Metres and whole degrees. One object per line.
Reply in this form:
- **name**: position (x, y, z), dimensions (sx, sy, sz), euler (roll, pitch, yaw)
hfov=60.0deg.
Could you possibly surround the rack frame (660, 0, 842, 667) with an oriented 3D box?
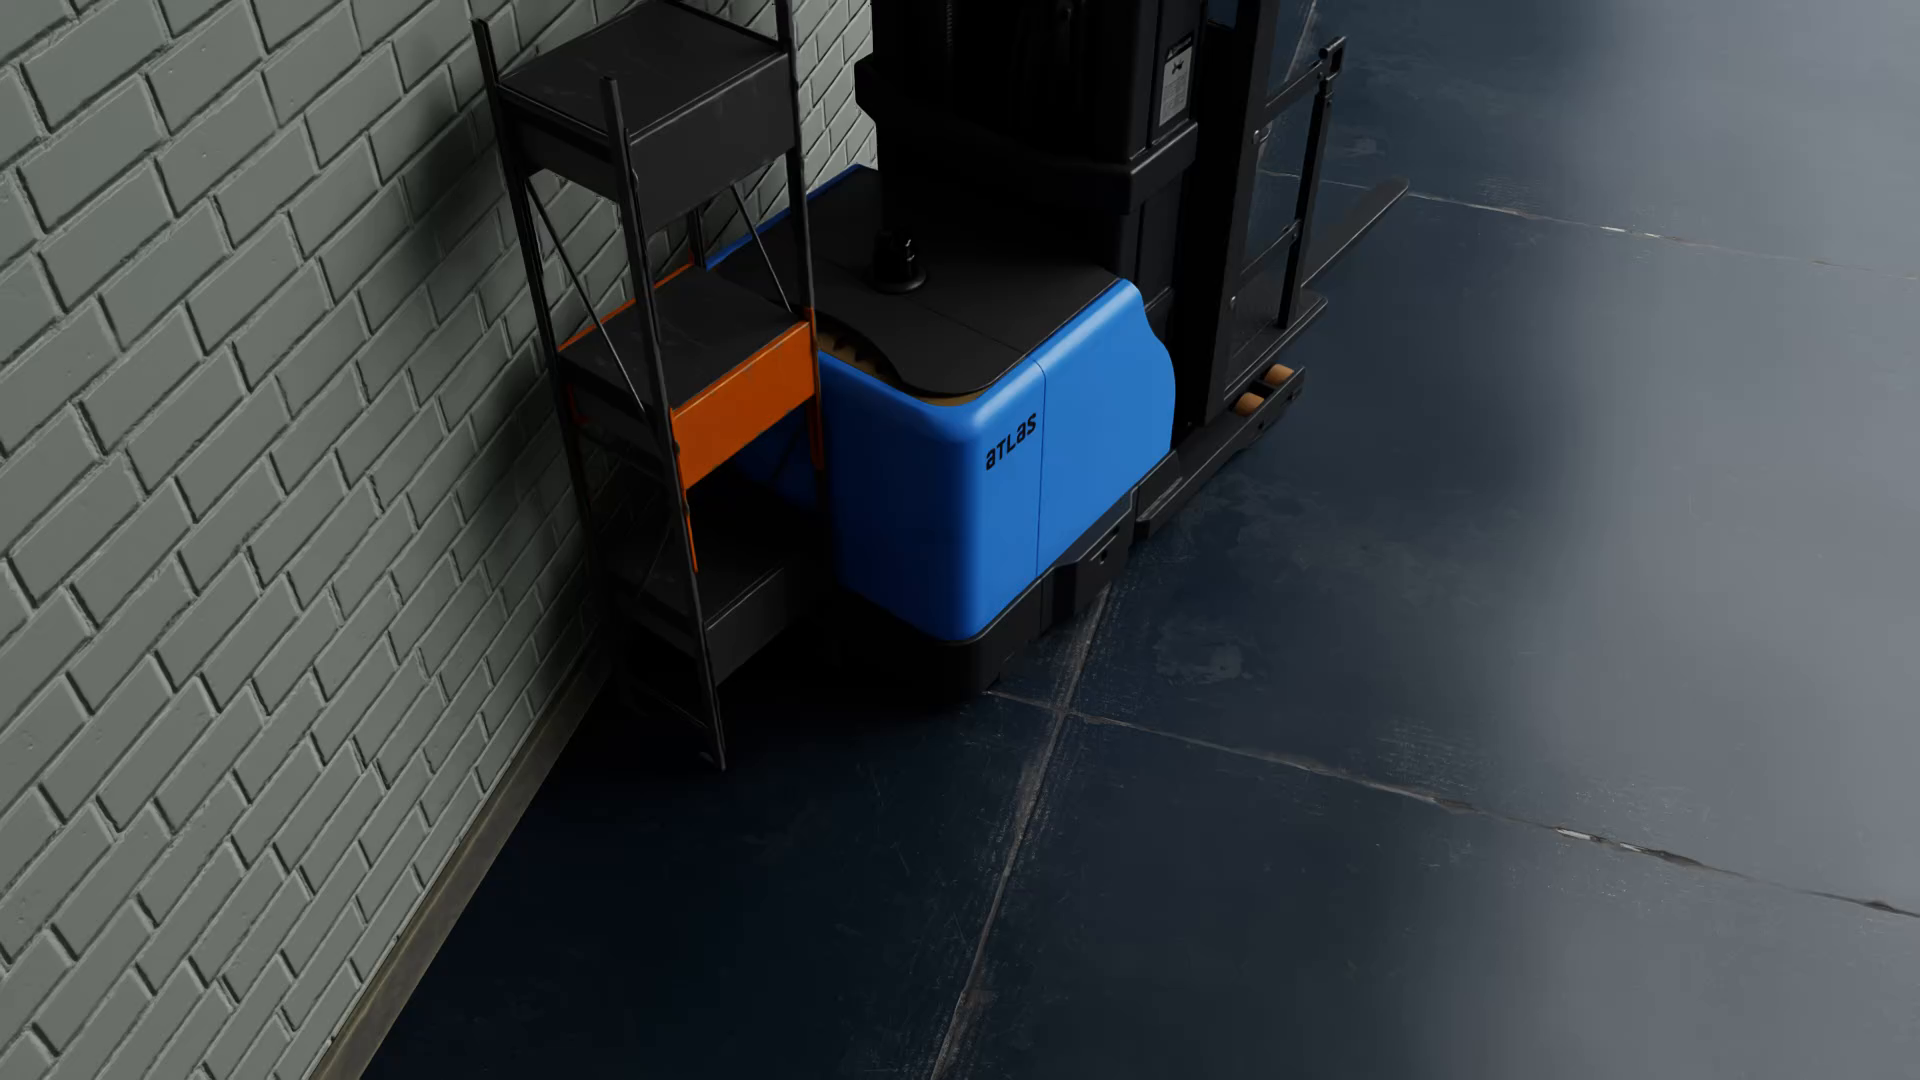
- **rack frame**: position (-0.509, -0.469, 4.228), dimensions (0.400, 2.100, 0.015), euler (29, 51, 26)

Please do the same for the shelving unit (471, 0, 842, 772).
- **shelving unit**: position (-0.660, -0.334, 4.090), dimensions (0.431, 2.100, 0.503), euler (29, 51, 26)

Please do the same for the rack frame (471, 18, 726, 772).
- **rack frame**: position (-0.810, -0.200, 3.953), dimensions (0.400, 2.100, 0.015), euler (29, 51, 26)

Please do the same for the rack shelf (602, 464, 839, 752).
- **rack shelf**: position (-0.660, 0.176, 4.590), dimensions (0.431, 0.518, 0.480), euler (29, 51, 26)

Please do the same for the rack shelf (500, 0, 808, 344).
- **rack shelf**: position (-0.660, -0.825, 3.610), dimensions (0.431, 0.518, 0.480), euler (29, 51, 26)

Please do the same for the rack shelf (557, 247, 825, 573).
- **rack shelf**: position (-0.660, -0.325, 4.100), dimensions (0.431, 0.518, 0.480), euler (29, 51, 26)

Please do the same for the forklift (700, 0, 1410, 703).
- **forklift**: position (0.518, -1.568, 4.757), dimensions (1.130, 2.935, 3.031), euler (29, 51, 26)
